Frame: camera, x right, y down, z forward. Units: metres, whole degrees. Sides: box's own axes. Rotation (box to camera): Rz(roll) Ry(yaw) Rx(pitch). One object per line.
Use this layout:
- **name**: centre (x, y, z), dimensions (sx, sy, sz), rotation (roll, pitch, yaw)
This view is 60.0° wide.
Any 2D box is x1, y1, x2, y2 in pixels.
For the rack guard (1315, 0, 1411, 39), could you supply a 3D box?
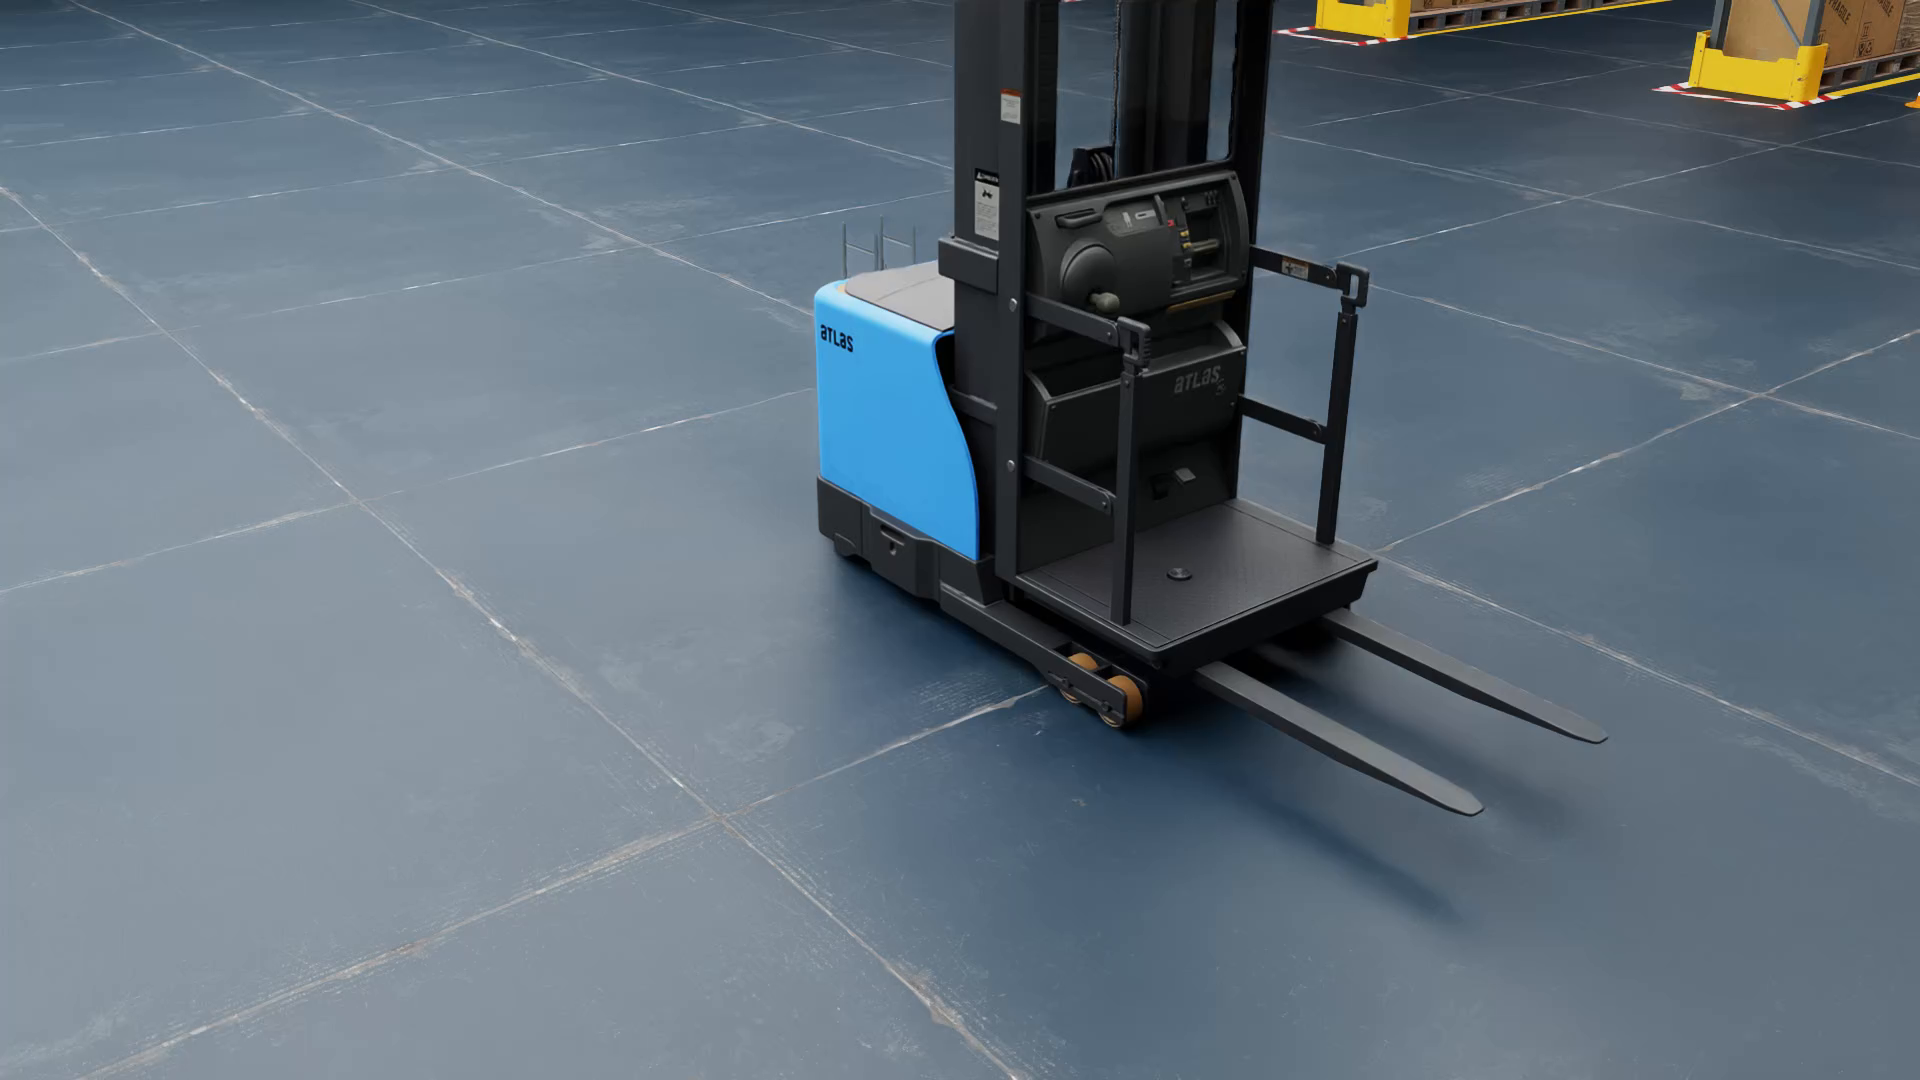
- **rack guard**: centre (4.759, -6.264, 19.654), dimensions (0.348, 0.500, 1.175), rotation (-18, 31, -34)

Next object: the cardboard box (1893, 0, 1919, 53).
- **cardboard box**: centre (9.583, -5.599, 17.277), dimensions (0.875, 0.875, 0.875), rotation (-18, 30, -34)

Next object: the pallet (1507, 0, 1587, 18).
- **pallet**: centre (7.341, -6.966, 21.510), dimensions (1.213, 0.211, 1.003), rotation (-18, 31, -34)

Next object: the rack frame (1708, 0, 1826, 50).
- **rack frame**: centre (7.681, -5.709, 15.488), dimensions (0.127, 3.000, 1.000), rotation (-18, 31, -34)

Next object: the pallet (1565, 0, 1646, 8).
- **pallet**: centre (8.459, -7.355, 22.348), dimensions (1.213, 0.211, 1.003), rotation (-18, 31, -34)

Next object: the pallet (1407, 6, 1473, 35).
- **pallet**: centre (5.421, -6.333, 20.144), dimensions (1.213, 0.211, 1.003), rotation (-18, 31, -34)

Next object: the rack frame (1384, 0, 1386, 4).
- **rack frame**: centre (4.700, -7.378, 19.085), dimensions (0.127, 3.000, 1.000), rotation (-18, 31, -34)

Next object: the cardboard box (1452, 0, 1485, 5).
- **cardboard box**: centre (6.155, -6.915, 20.556), dimensions (0.500, 0.500, 0.500), rotation (-15, 29, -29)

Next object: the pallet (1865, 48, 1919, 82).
- **pallet**: centre (9.221, -4.993, 17.258), dimensions (1.213, 0.211, 1.003), rotation (-18, 31, -34)

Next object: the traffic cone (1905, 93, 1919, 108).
- **traffic cone**: centre (8.975, -4.226, 15.306), dimensions (0.334, 0.463, 0.336), rotation (-18, 31, -34)

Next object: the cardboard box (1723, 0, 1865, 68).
- **cardboard box**: centre (8.174, -5.134, 16.274), dimensions (0.875, 0.875, 0.875), rotation (-18, 30, -34)

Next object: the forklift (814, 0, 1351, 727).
- **forklift**: centre (0.738, -0.955, 5.326), dimensions (1.130, 2.935, 3.031), rotation (-18, 31, -34)

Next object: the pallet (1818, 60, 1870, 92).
- **pallet**: centre (8.262, -4.678, 16.579), dimensions (1.213, 0.211, 1.003), rotation (-18, 31, -34)

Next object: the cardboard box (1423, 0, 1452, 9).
- **cardboard box**: centre (5.651, -6.758, 20.220), dimensions (0.500, 0.500, 0.500), rotation (-10, 27, -21)

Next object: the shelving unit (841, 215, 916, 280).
- **shelving unit**: centre (-0.325, -0.709, 6.852), dimensions (0.189, 1.200, 0.258), rotation (-18, 30, -34)

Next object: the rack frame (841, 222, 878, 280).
- **rack frame**: centre (-0.397, -0.685, 6.800), dimensions (0.006, 1.200, 0.240), rotation (-18, 30, -34)

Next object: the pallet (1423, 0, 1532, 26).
- **pallet**: centre (6.380, -6.648, 20.823), dimensions (1.213, 0.211, 1.003), rotation (-18, 31, -34)

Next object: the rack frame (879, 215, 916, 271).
- **rack frame**: centre (-0.253, -0.733, 6.903), dimensions (0.006, 1.200, 0.240), rotation (-18, 30, -34)

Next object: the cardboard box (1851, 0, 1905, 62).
- **cardboard box**: centre (8.865, -5.363, 16.768), dimensions (0.875, 0.875, 0.875), rotation (-19, 31, -35)

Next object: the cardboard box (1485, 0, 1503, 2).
- **cardboard box**: centre (6.622, -7.045, 20.837), dimensions (0.500, 0.500, 0.500), rotation (-22, 33, -38)

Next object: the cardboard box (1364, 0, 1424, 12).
- **cardboard box**: centre (5.201, -6.592, 19.861), dimensions (0.500, 0.500, 0.500), rotation (-12, 28, -25)
